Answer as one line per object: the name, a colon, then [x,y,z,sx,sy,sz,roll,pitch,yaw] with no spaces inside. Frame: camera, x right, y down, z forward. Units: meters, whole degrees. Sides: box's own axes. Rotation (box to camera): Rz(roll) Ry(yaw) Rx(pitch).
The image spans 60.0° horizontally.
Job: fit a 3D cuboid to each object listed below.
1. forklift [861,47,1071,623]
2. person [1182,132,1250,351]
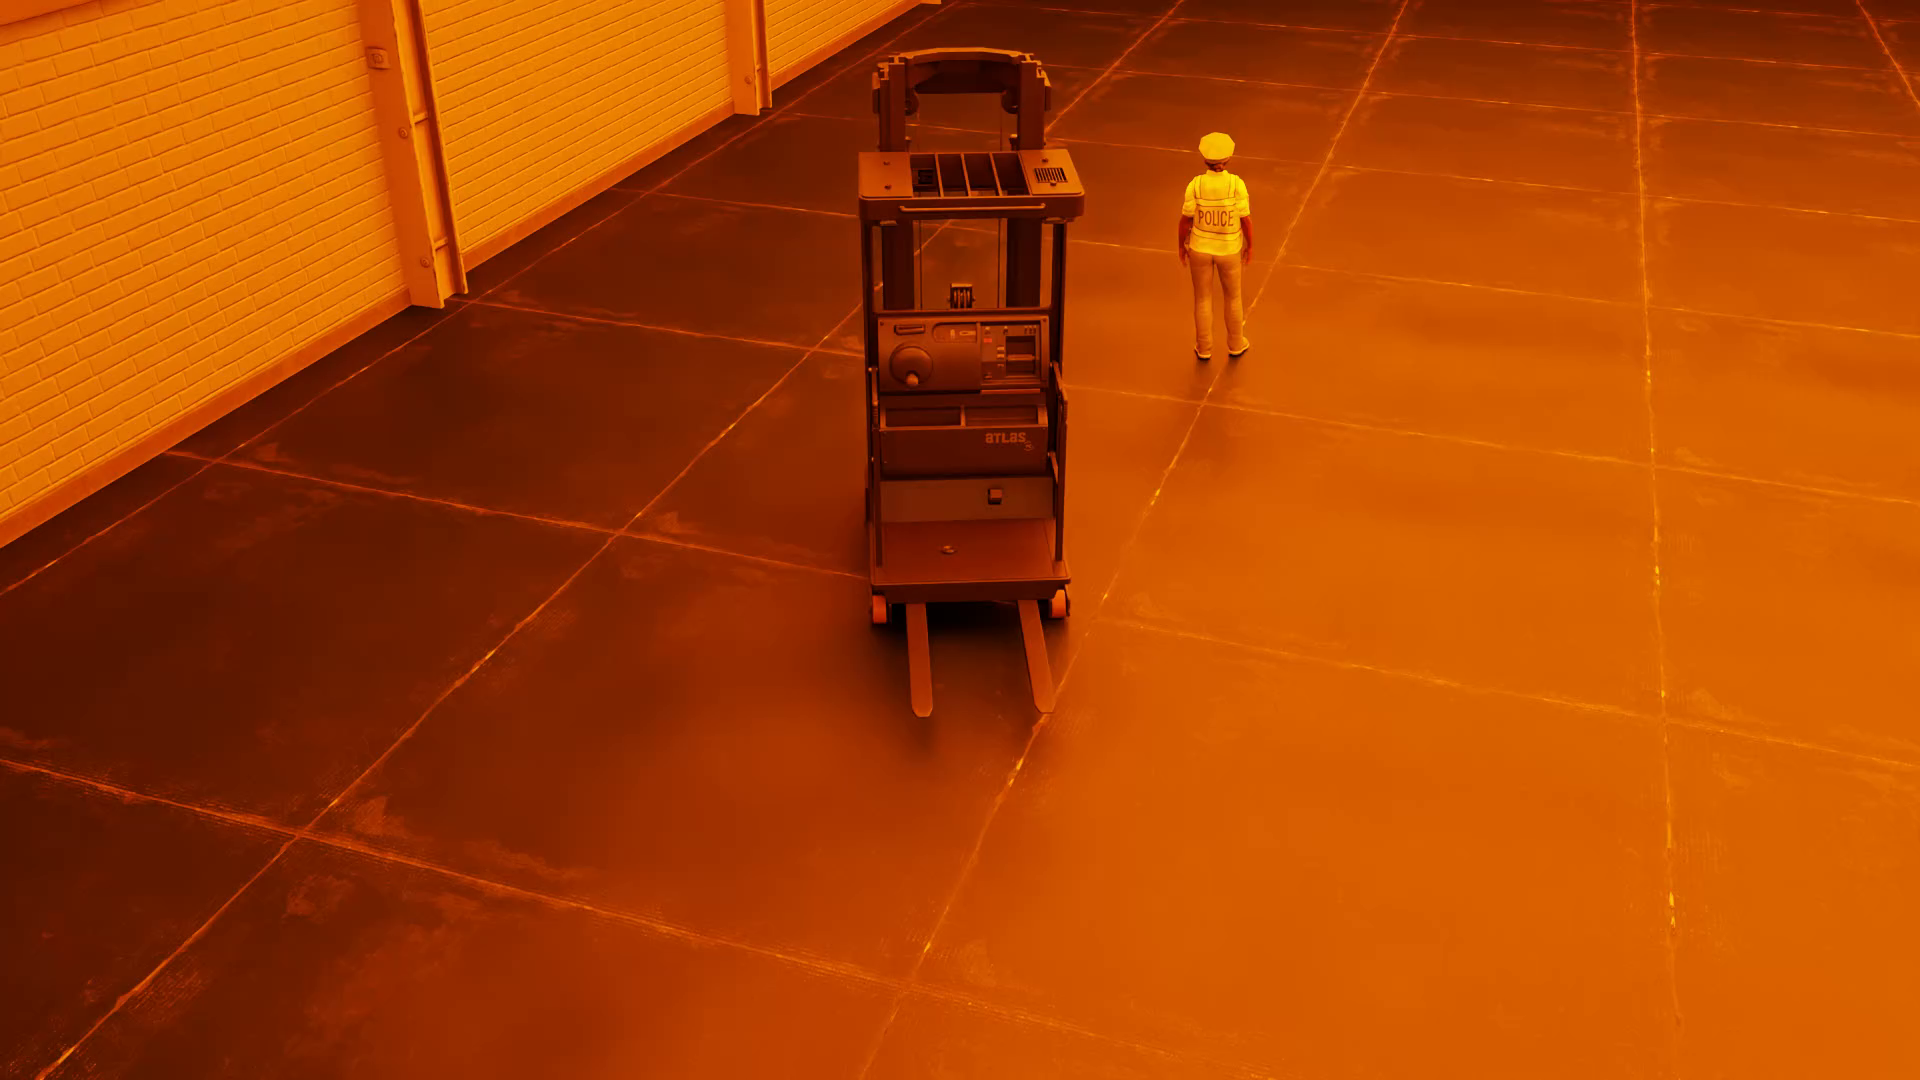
forklift: [0.035,-0.972,8.842,1.130,2.935,3.031,-2,30,-3]
person: [1.857,-2.142,12.060,0.512,1.630,0.394,6,30,11]
